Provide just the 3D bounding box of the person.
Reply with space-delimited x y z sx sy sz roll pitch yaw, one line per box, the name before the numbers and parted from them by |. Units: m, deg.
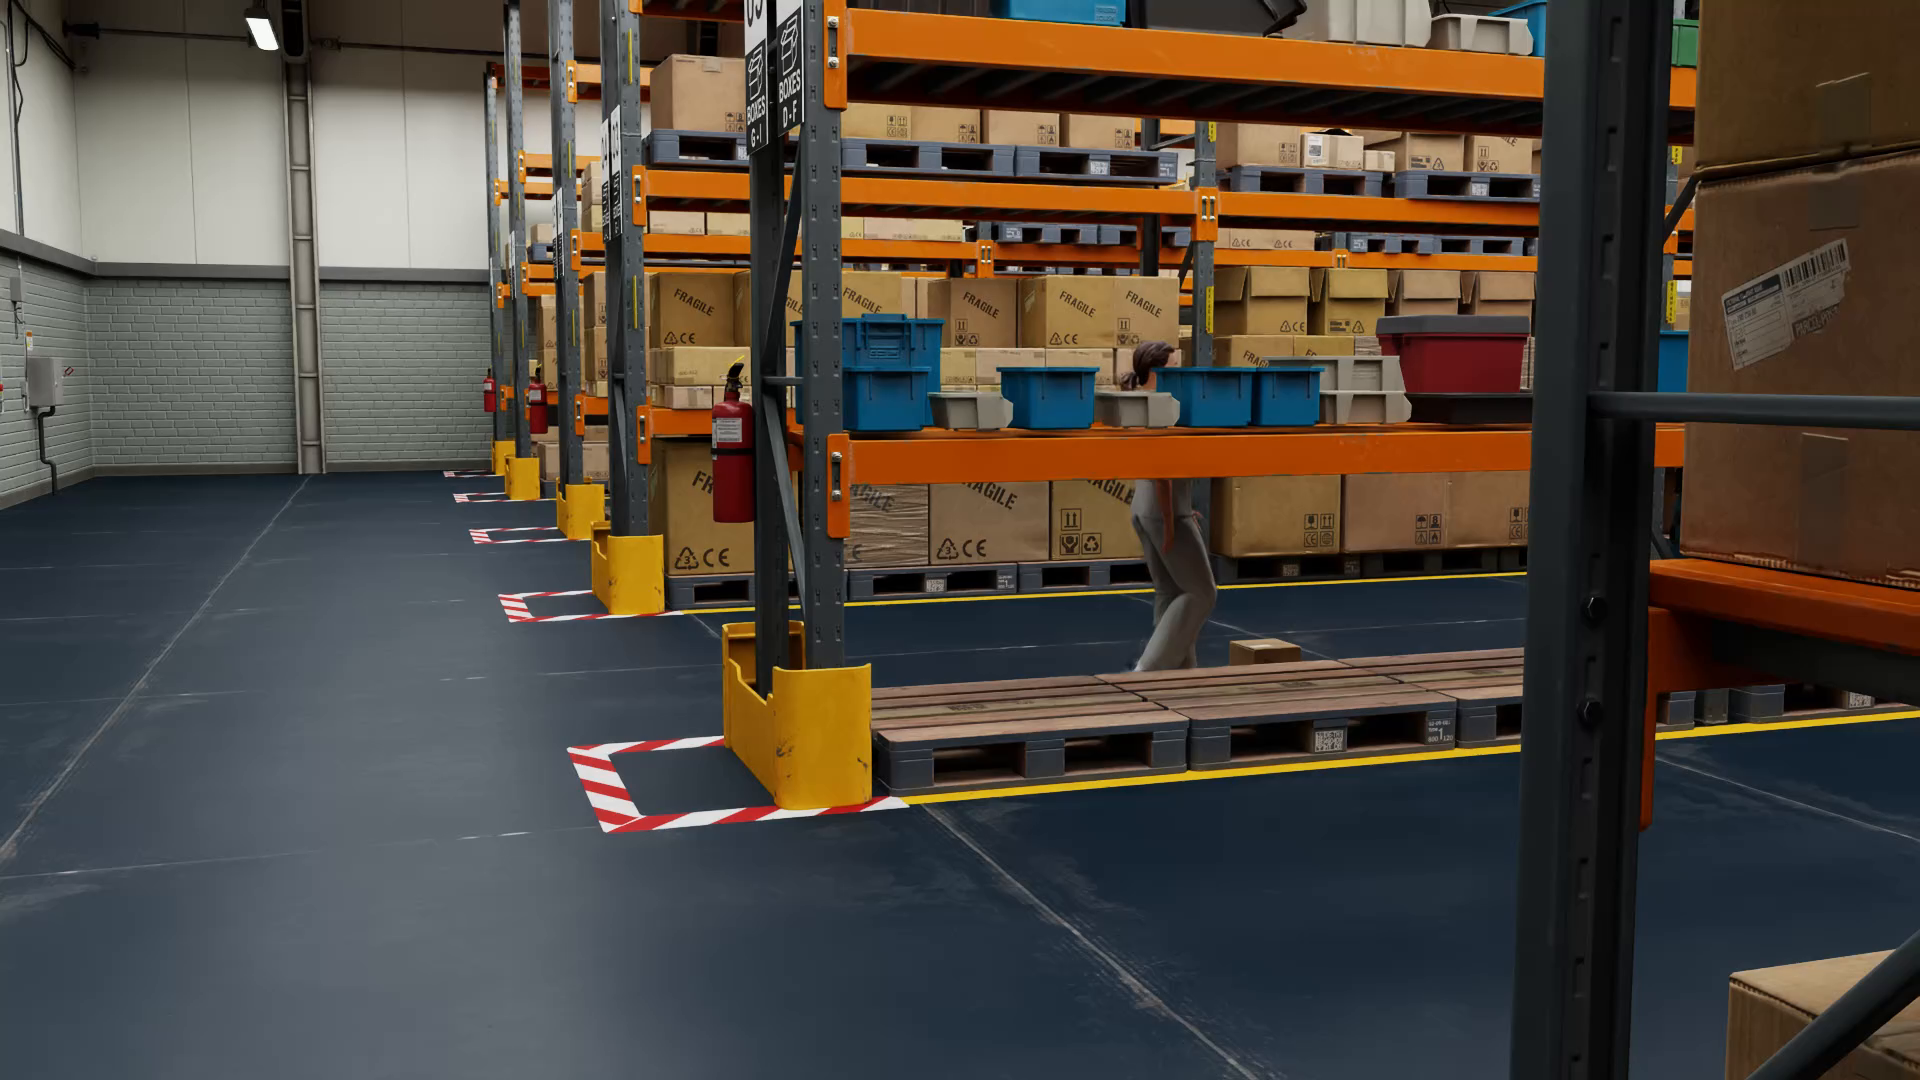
person | 1.003 -0.070 7.693 0.531 1.696 0.464 -1 6 -9
